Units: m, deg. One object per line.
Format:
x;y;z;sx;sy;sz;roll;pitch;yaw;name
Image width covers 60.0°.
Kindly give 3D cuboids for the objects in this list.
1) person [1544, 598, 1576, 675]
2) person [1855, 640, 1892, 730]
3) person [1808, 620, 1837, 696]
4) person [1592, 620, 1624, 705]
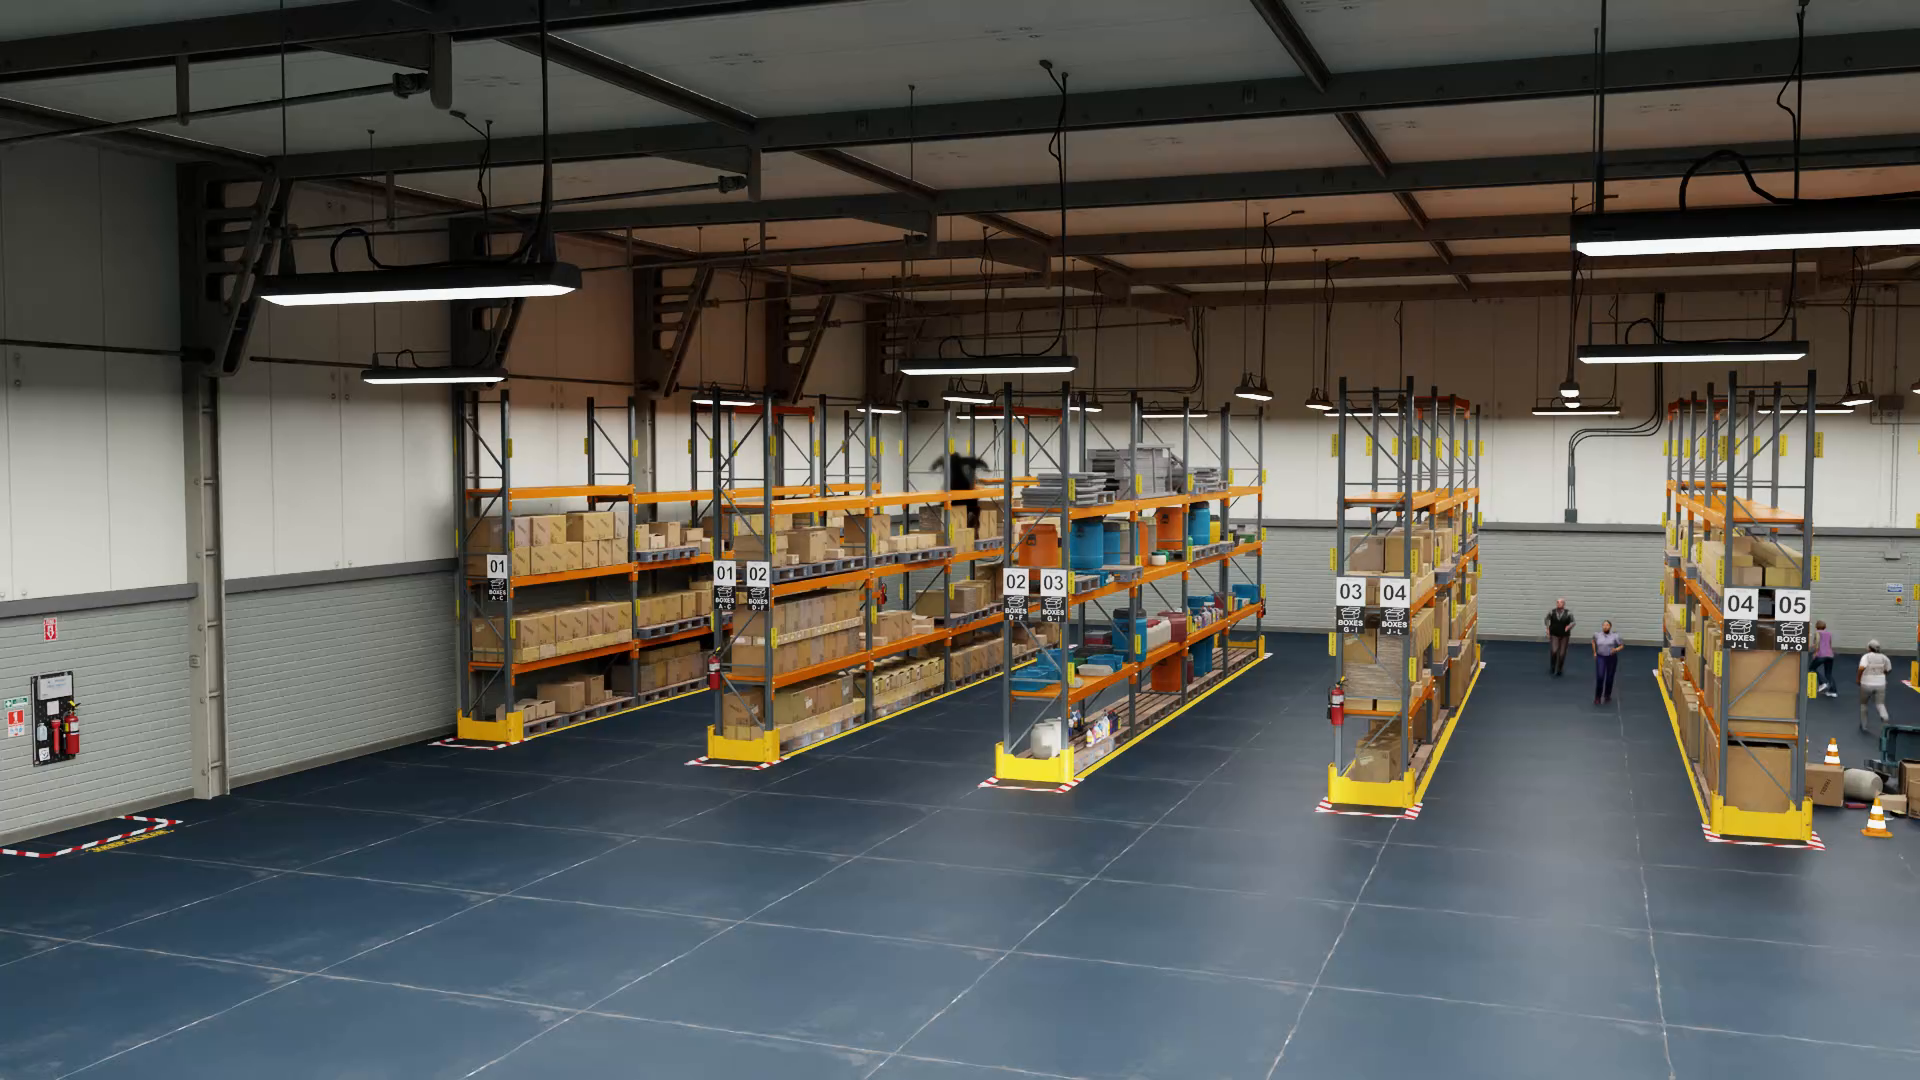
13.217;2.137;36.619;0.647;1.709;0.673;1;3;16;person
16.050;2.567;29.224;0.607;1.633;0.861;1;3;11;person
17.536;2.392;33.827;0.545;1.486;0.826;-1;3;-11;person
12.671;2.408;32.540;0.582;1.671;0.714;1;3;19;person
